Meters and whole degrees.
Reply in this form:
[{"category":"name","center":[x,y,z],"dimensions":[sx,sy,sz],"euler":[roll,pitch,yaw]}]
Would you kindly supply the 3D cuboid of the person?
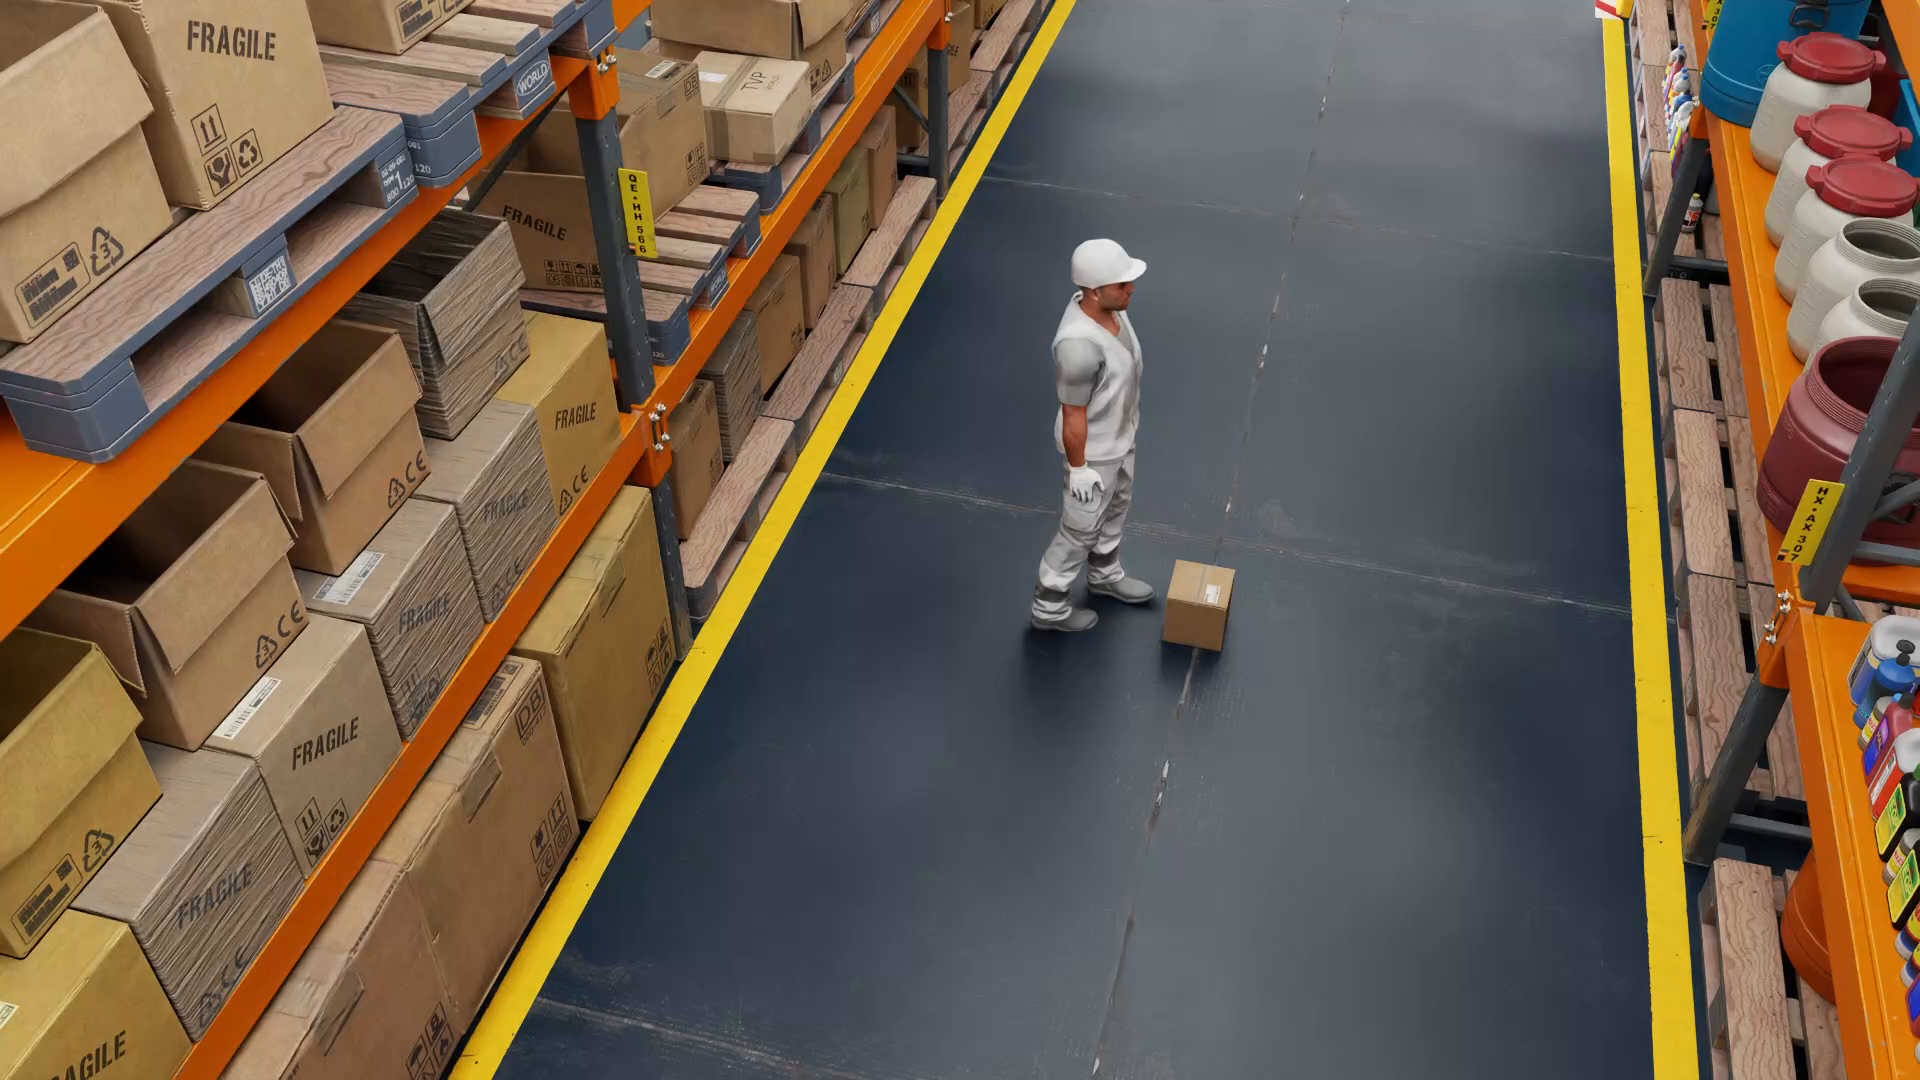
[{"category":"person","center":[0.582,-0.388,6.604],"dimensions":[0.482,1.812,0.541],"euler":[11,42,13]}]
